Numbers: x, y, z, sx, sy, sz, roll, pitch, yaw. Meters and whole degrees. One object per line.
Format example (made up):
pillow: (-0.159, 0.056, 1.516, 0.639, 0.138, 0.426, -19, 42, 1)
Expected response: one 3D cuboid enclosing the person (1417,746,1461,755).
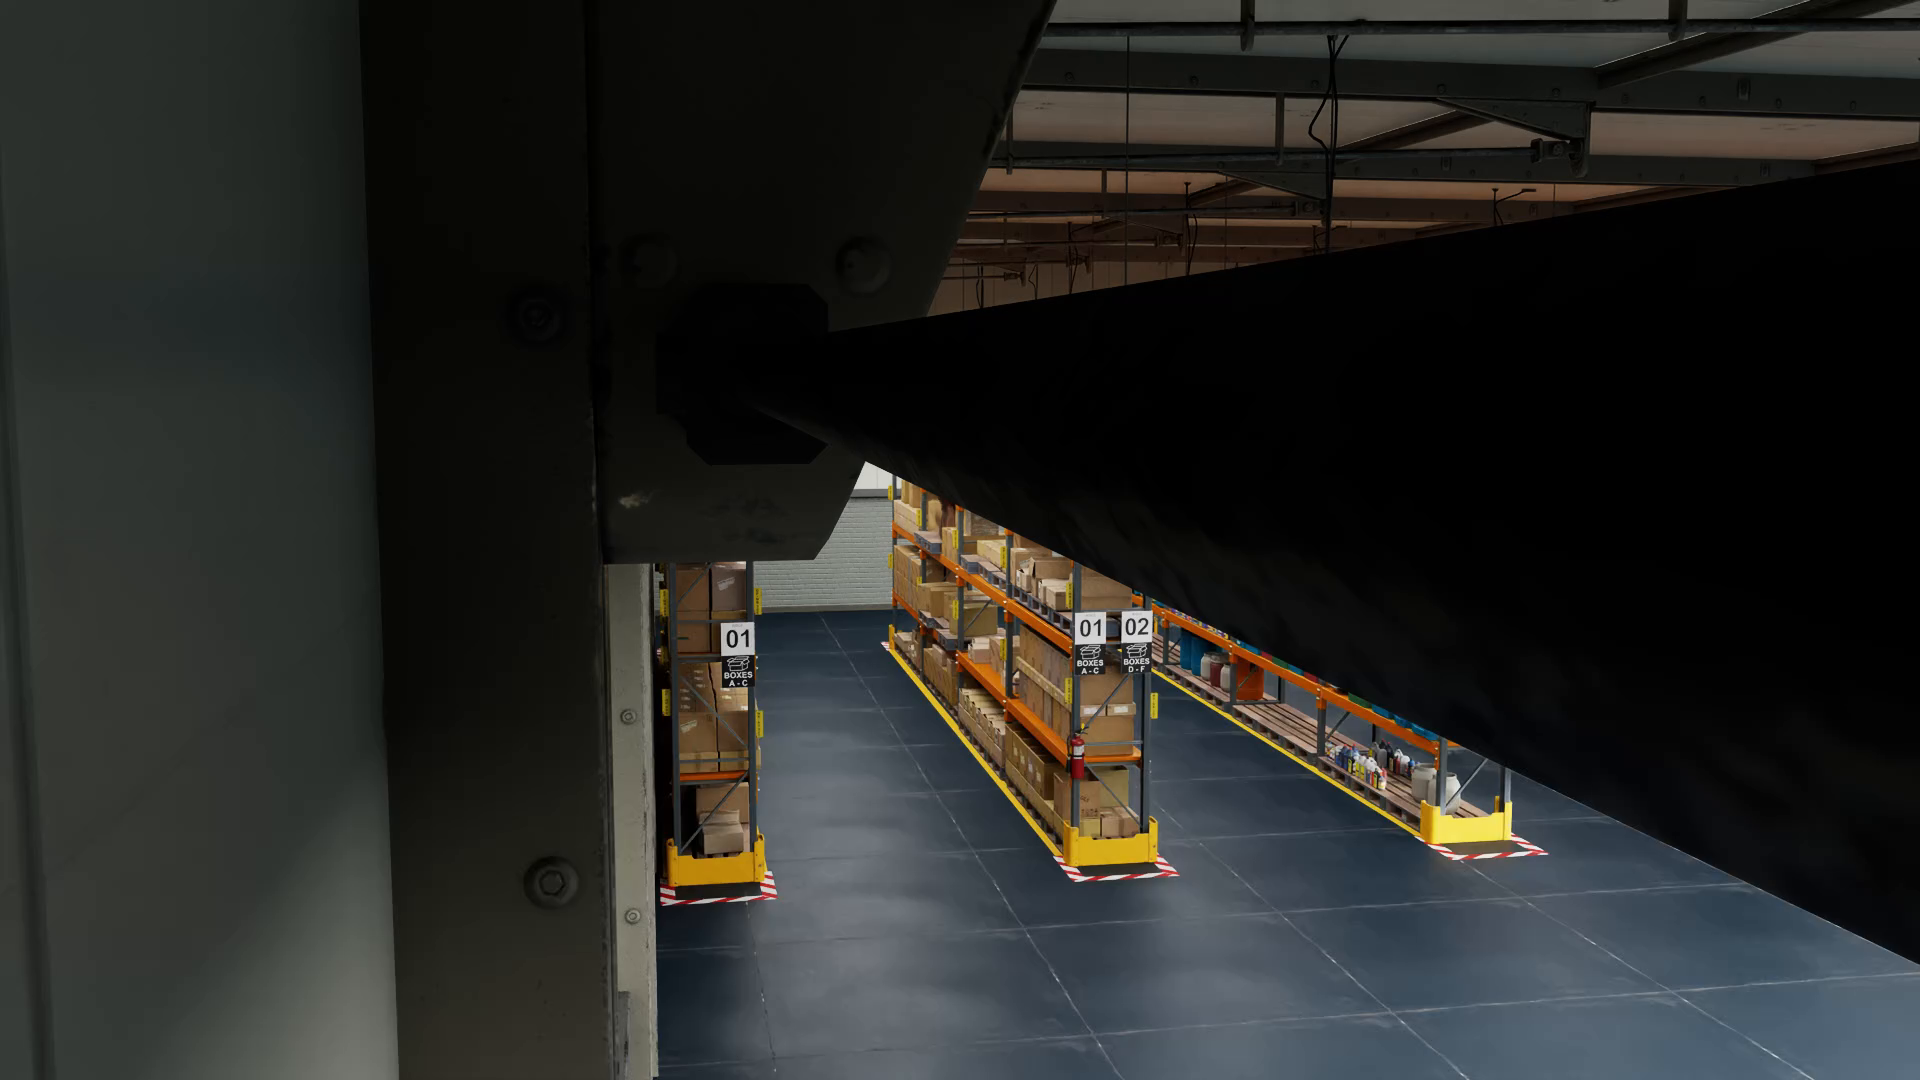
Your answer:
person: (7.853, 2.611, 26.882, 0.738, 1.693, 0.844, 0, 6, -3)
